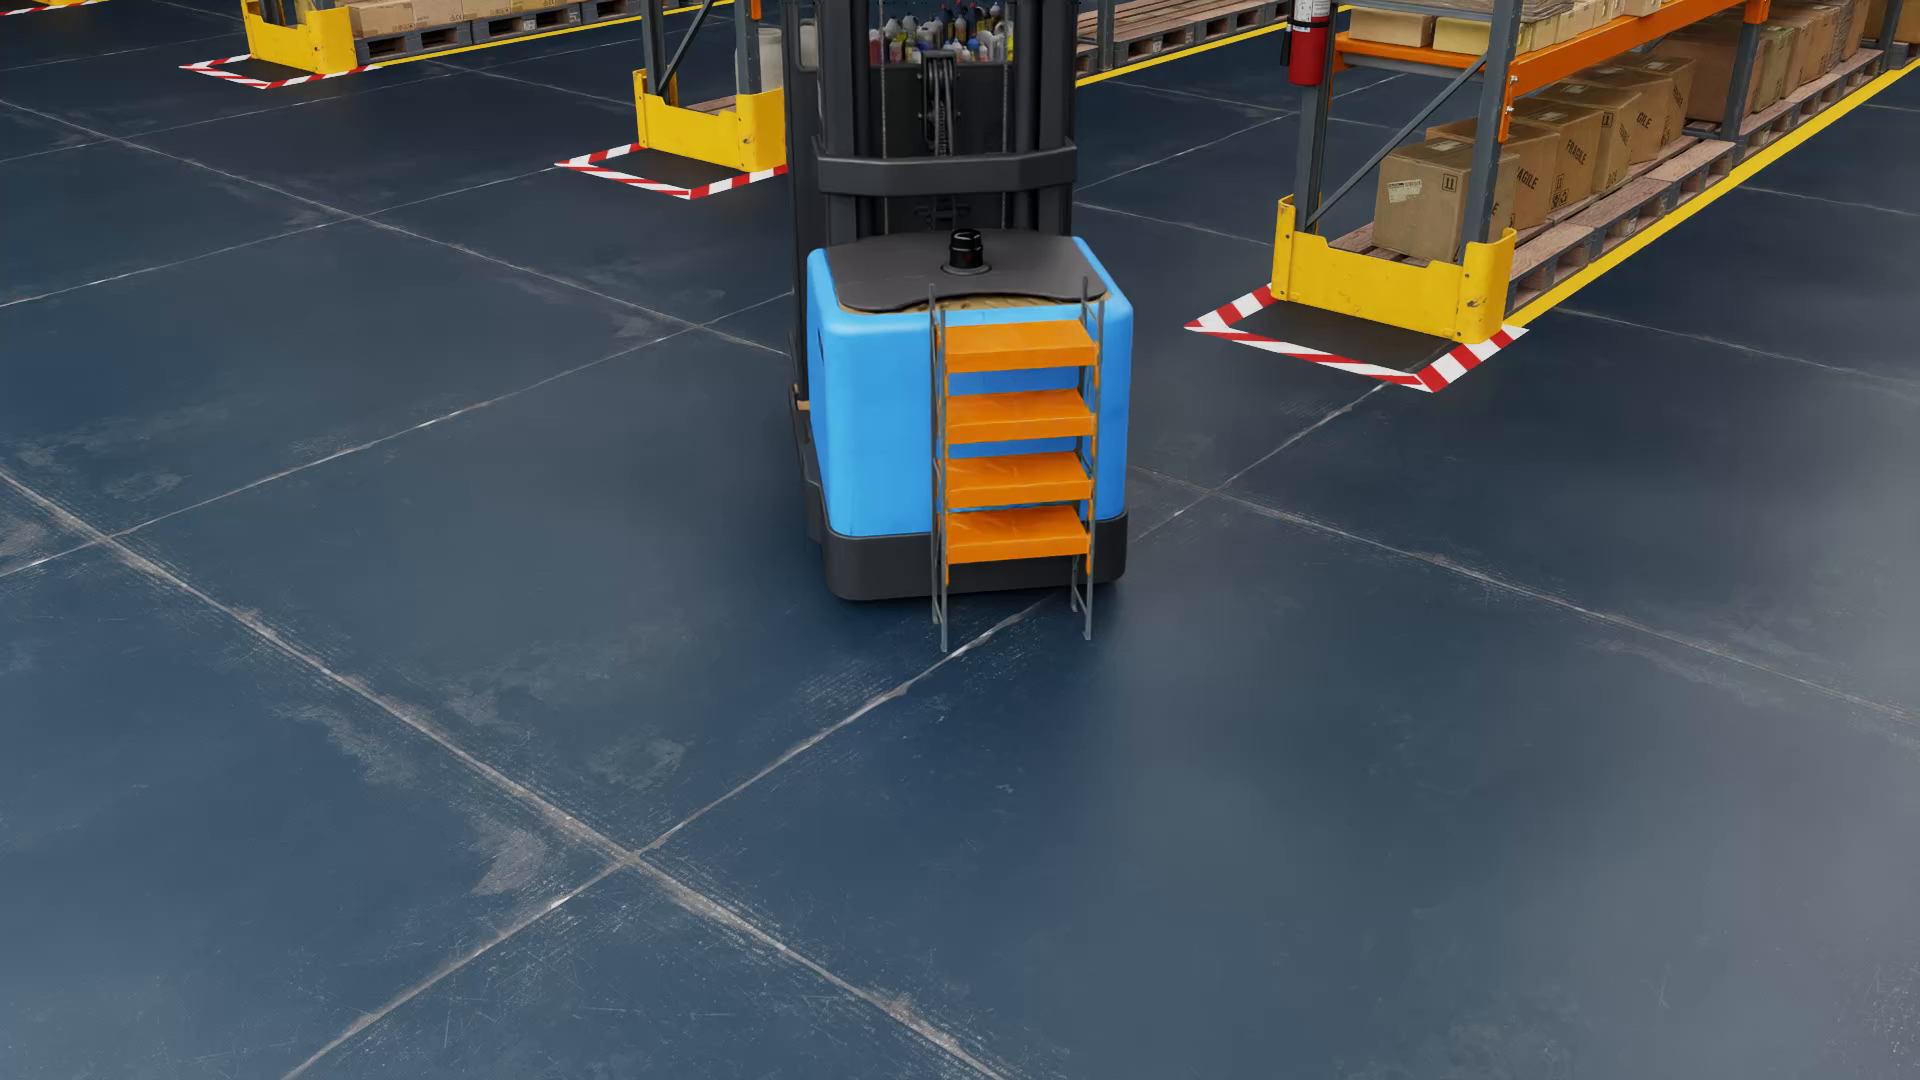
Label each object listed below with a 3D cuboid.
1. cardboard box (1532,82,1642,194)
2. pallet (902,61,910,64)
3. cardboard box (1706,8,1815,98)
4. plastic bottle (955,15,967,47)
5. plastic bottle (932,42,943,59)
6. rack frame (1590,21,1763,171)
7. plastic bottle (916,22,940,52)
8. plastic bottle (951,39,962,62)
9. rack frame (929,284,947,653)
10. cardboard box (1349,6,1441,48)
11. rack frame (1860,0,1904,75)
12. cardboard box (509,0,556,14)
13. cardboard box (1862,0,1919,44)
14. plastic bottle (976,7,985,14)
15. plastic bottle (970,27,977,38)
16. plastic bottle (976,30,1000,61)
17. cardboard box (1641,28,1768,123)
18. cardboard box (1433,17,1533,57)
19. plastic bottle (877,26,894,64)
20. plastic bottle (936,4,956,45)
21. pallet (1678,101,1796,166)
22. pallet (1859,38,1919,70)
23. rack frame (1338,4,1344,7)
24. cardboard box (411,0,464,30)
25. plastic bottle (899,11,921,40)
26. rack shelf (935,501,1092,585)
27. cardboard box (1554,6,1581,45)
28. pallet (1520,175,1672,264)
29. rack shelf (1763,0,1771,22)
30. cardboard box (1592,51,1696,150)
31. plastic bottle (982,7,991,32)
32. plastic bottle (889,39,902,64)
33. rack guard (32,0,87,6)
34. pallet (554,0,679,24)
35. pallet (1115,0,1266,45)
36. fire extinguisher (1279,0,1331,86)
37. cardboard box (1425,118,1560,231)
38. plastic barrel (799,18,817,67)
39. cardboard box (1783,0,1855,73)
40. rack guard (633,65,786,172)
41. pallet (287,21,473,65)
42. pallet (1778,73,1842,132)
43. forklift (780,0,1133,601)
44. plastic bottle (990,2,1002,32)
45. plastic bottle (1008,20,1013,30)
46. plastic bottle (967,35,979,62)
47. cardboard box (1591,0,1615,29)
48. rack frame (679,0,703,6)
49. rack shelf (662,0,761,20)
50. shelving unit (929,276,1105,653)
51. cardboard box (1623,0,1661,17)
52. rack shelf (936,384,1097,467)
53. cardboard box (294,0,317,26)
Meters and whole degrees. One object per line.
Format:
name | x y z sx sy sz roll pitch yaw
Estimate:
cardboard box | 3.682 -2.392 9.873 0.500 0.500 0.500 17 32 30
pallet | -0.397 -3.443 12.676 1.003 0.211 1.213 21 34 34
cardboard box | 5.741 -3.553 12.096 0.700 0.500 0.500 18 32 30
plastic bottle | 0.005 -4.074 13.351 0.097 0.271 0.097 0 27 0
plastic bottle | -0.154 -3.540 12.305 0.061 0.283 0.133 21 34 35
rack frame | 4.660 -3.895 10.514 1.000 3.000 0.127 21 34 34
plastic bottle | -0.256 -3.911 13.031 0.152 0.276 0.135 21 34 34
plastic bottle | -0.031 -3.616 12.466 0.097 0.271 0.097 0 27 0
rack frame | -0.069 -0.211 5.352 0.015 1.200 0.240 -4 28 -8
cardboard box | 2.138 -2.526 8.142 0.380 0.149 0.250 21 34 34
rack frame | 7.204 -5.313 13.255 1.000 3.000 0.127 21 34 34
cardboard box | -4.058 -4.995 15.176 0.500 0.250 0.500 21 34 34
cardboard box | 7.659 -4.794 14.108 1.225 0.875 0.875 19 33 32
plastic bottle | 0.113 -4.220 13.629 0.152 0.276 0.135 22 35 36
plastic bottle | 0.134 -3.810 12.828 0.061 0.283 0.133 21 34 34
plastic bottle | 0.217 -3.776 12.770 0.152 0.276 0.135 21 34 35
cardboard box | 5.067 -3.191 11.396 0.700 0.500 0.500 18 32 31
cardboard box | 2.481 -2.396 7.891 0.380 0.149 0.250 21 34 34
plastic bottle | -0.607 -3.819 12.854 0.152 0.276 0.135 20 33 33
plastic bottle | -0.116 -4.129 13.371 0.144 0.351 0.185 19 33 32
pallet | 5.154 -2.932 11.689 1.003 0.211 1.213 21 34 34
pallet | 7.764 -4.332 14.394 1.003 0.211 1.213 21 34 34
rack frame | 3.382 -6.760 16.053 1.000 3.000 0.127 21 34 34
cardboard box | -4.698 -4.642 14.493 0.500 0.250 0.500 21 34 34
plastic bottle | -0.386 -3.978 13.080 0.144 0.351 0.185 20 34 34
rack shelf | 0.172 0.007 5.509 0.480 0.148 0.258 -4 28 -8
cardboard box | 2.825 -2.563 8.214 0.380 0.149 0.250 21 34 34
pallet | 3.484 -1.973 9.834 1.003 0.211 1.213 21 34 34
rack shelf | 5.932 -4.284 12.050 1.077 0.370 4.000 21 34 34
cardboard box | 4.375 -2.841 10.740 0.500 0.500 0.500 20 33 33
plastic bottle | 0.195 -4.193 13.567 0.061 0.283 0.133 21 34 34
plastic bottle | -0.498 -3.756 12.813 0.097 0.201 0.097 0 27 0
rack guard | -9.302 -5.736 16.794 1.175 0.500 0.348 21 34 34
pallet | -3.520 -5.283 16.232 1.003 0.211 1.213 21 34 34
pallet | 2.083 -4.828 15.353 1.003 0.211 1.213 21 34 34
fire extinguisher | 1.687 -2.536 7.972 0.296 0.674 0.183 21 34 34
cardboard box | 2.880 -1.991 9.098 0.500 0.500 0.500 -18 32 -31
plastic barrel | -1.028 -3.439 11.883 0.421 0.512 0.421 0 27 0
cardboard box | 6.451 -3.954 12.871 0.700 0.500 0.500 18 32 30
rack guard | -1.694 -2.854 11.223 1.175 0.500 0.348 21 34 34
pallet | -5.072 -4.418 14.560 1.003 0.211 1.213 21 34 34
pallet | 5.930 -3.367 12.529 1.003 0.211 1.213 21 34 34
forklift | -0.149 -1.747 6.436 1.130 2.935 3.031 -4 28 -8
plastic bottle | 0.297 -4.341 13.867 0.097 0.271 0.097 0 27 0
plastic bottle | 0.398 -3.982 13.167 0.152 0.276 0.135 21 34 34
plastic bottle | 0.098 -3.688 12.605 0.097 0.271 0.097 0 27 0
cardboard box | 3.133 -2.745 8.564 0.380 0.149 0.250 21 34 34
rack frame | -2.982 -6.791 16.113 1.000 3.000 0.127 21 34 34
rack shelf | -0.434 -4.313 12.106 1.077 0.370 4.000 21 34 34
shelving unit | 0.172 -0.229 5.387 0.503 1.200 0.258 -4 28 -8
cardboard box | 3.510 -2.900 8.864 0.380 0.149 0.250 21 34 34
rack shelf | 0.172 -0.368 5.315 0.480 0.148 0.258 -4 28 -8
cardboard box | -5.413 -4.615 14.441 0.500 0.250 0.500 21 34 34
